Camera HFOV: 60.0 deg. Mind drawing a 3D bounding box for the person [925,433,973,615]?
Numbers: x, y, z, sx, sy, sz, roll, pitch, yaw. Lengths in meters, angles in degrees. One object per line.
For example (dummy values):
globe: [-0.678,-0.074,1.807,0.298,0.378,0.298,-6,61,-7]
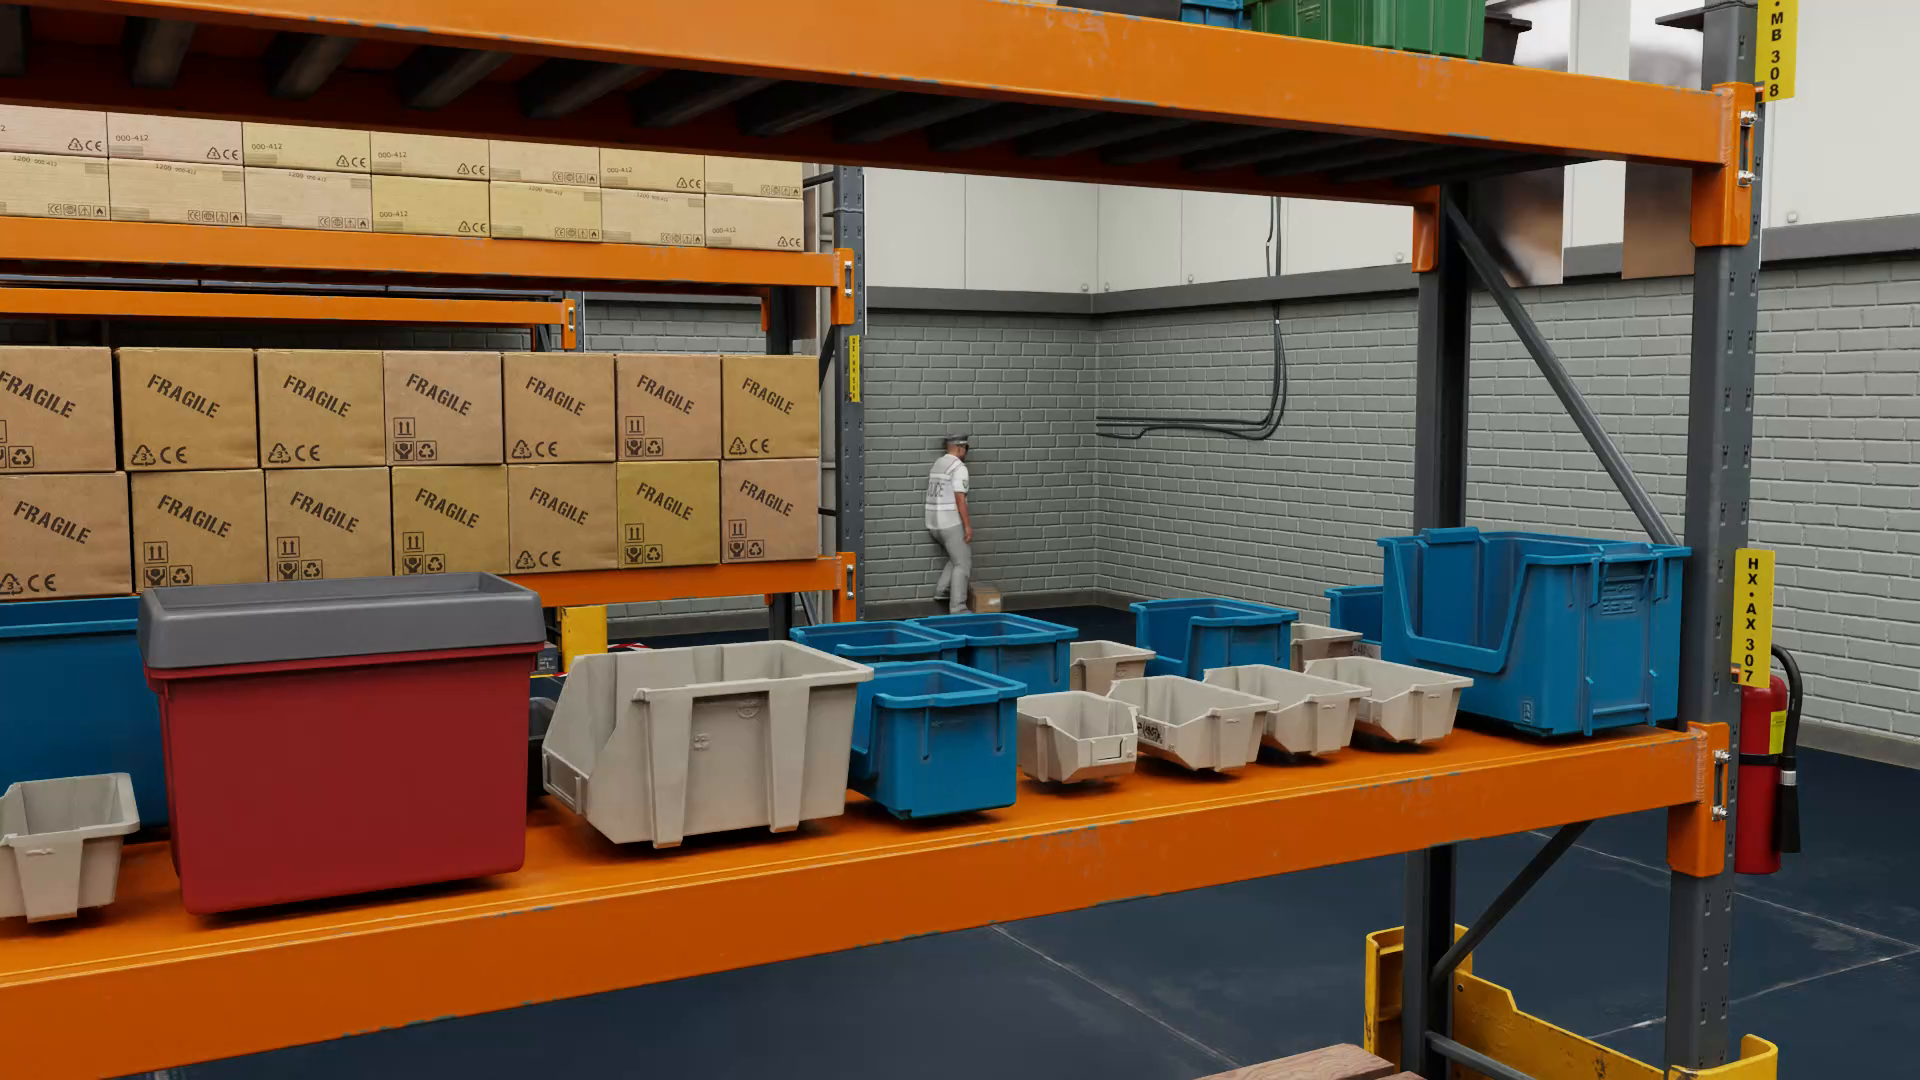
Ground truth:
person: [-0.055,-0.137,15.784,0.524,1.746,0.589,-3,6,-31]
